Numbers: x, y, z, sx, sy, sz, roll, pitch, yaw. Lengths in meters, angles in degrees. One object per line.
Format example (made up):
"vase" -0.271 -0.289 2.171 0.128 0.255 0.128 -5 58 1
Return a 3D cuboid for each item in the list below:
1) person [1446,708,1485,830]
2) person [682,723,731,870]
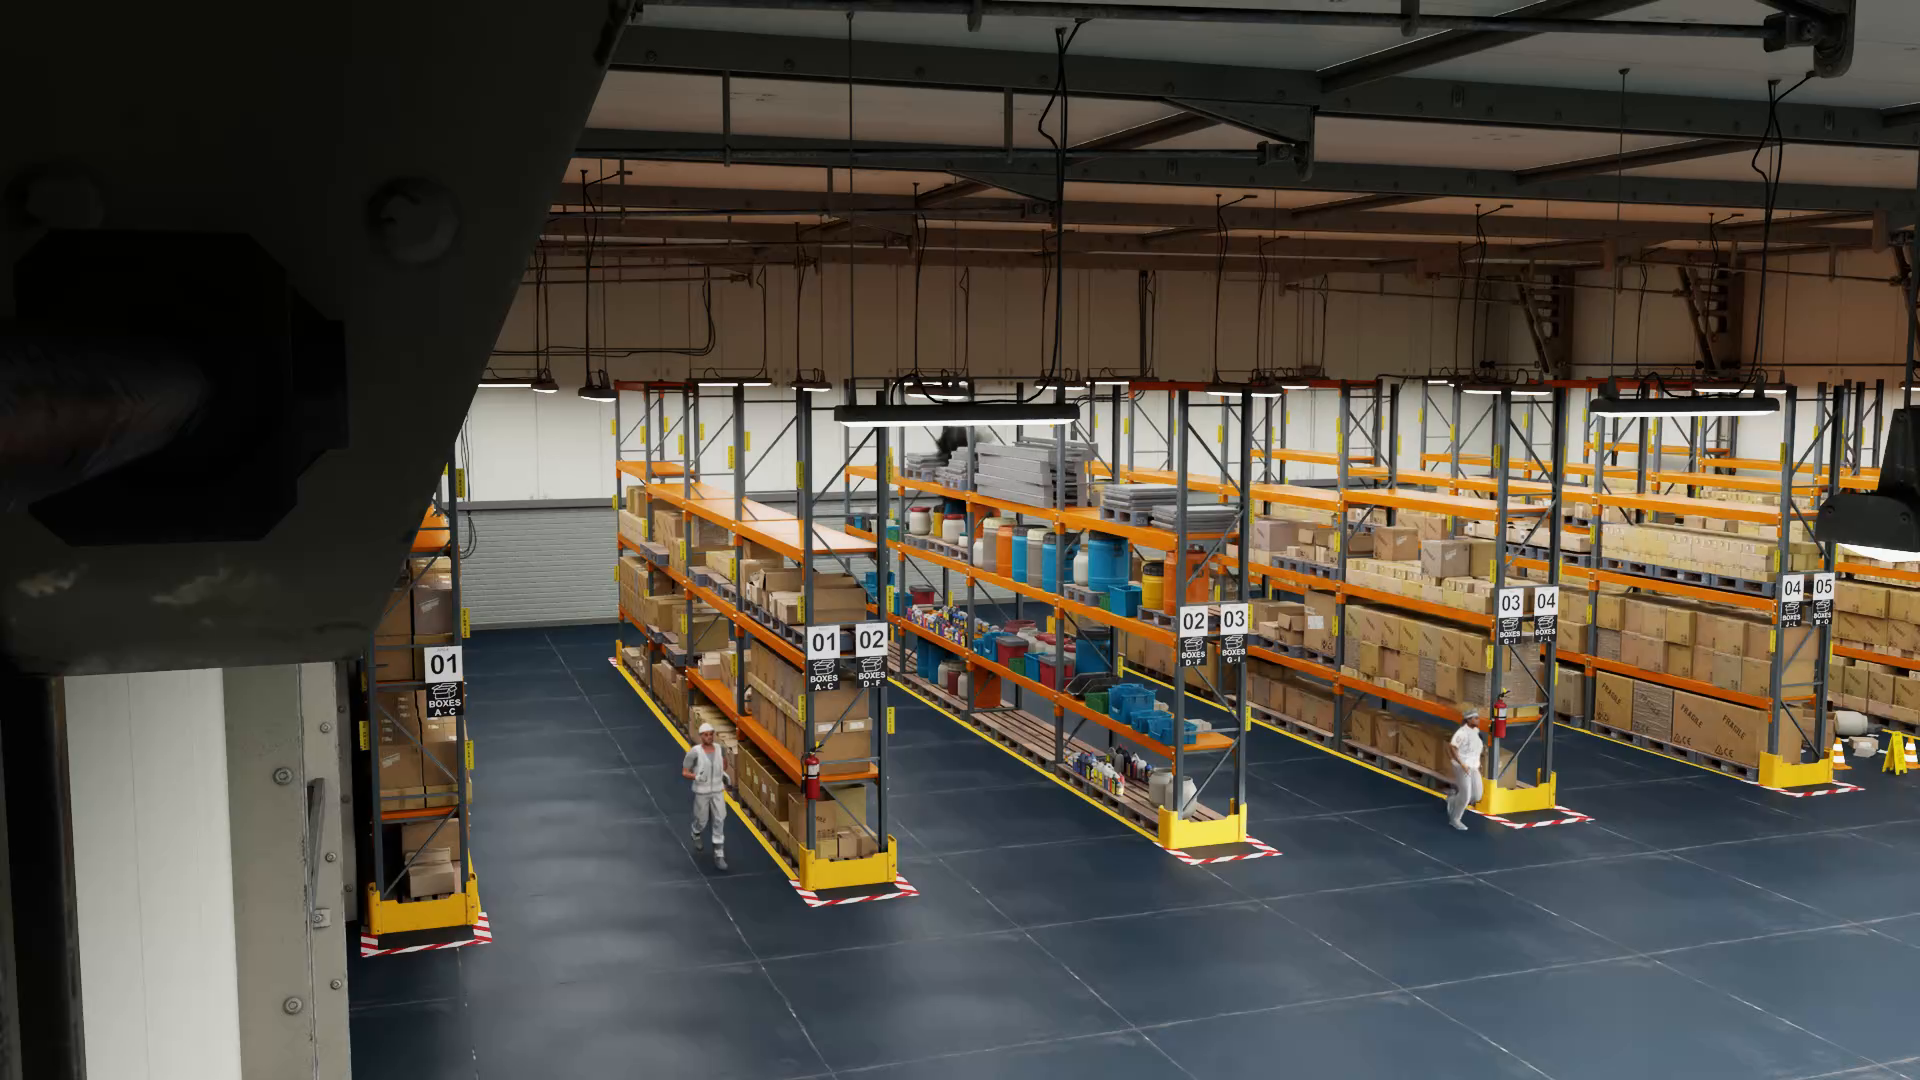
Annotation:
"person" 6.967 3.119 22.859 0.630 1.644 0.499 -5 8 -38
"person" -3.191 3.197 21.052 0.656 1.786 0.987 -3 7 -27
